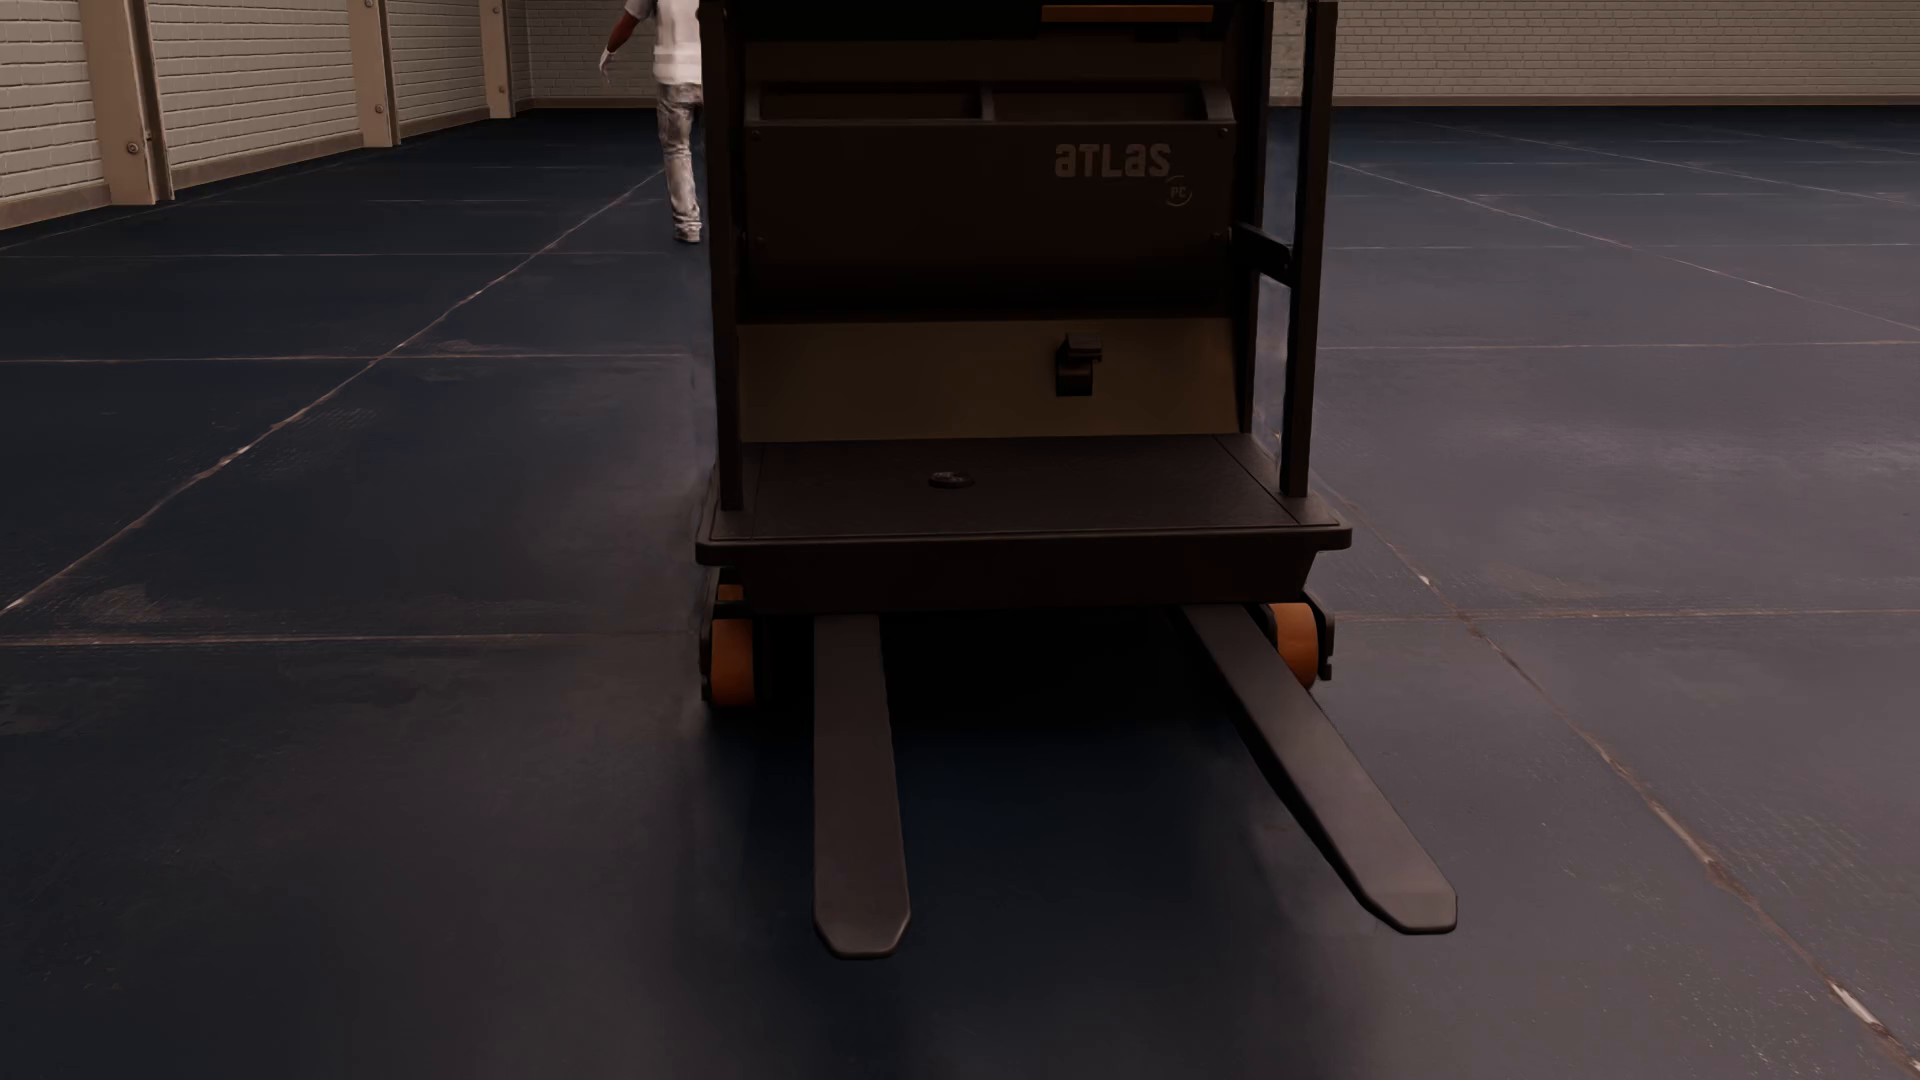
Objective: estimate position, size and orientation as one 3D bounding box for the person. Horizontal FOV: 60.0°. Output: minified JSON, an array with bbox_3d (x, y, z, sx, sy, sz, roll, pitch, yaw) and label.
[{"bbox_3d":[-1.523,-2.549,9.316,0.946,1.798,0.483,-5,18,-16],"label":"person"}]

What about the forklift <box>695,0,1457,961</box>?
[{"bbox_3d":[0.075,-1.204,2.843,1.130,2.935,3.031,-1,17,-5],"label":"forklift"}]
